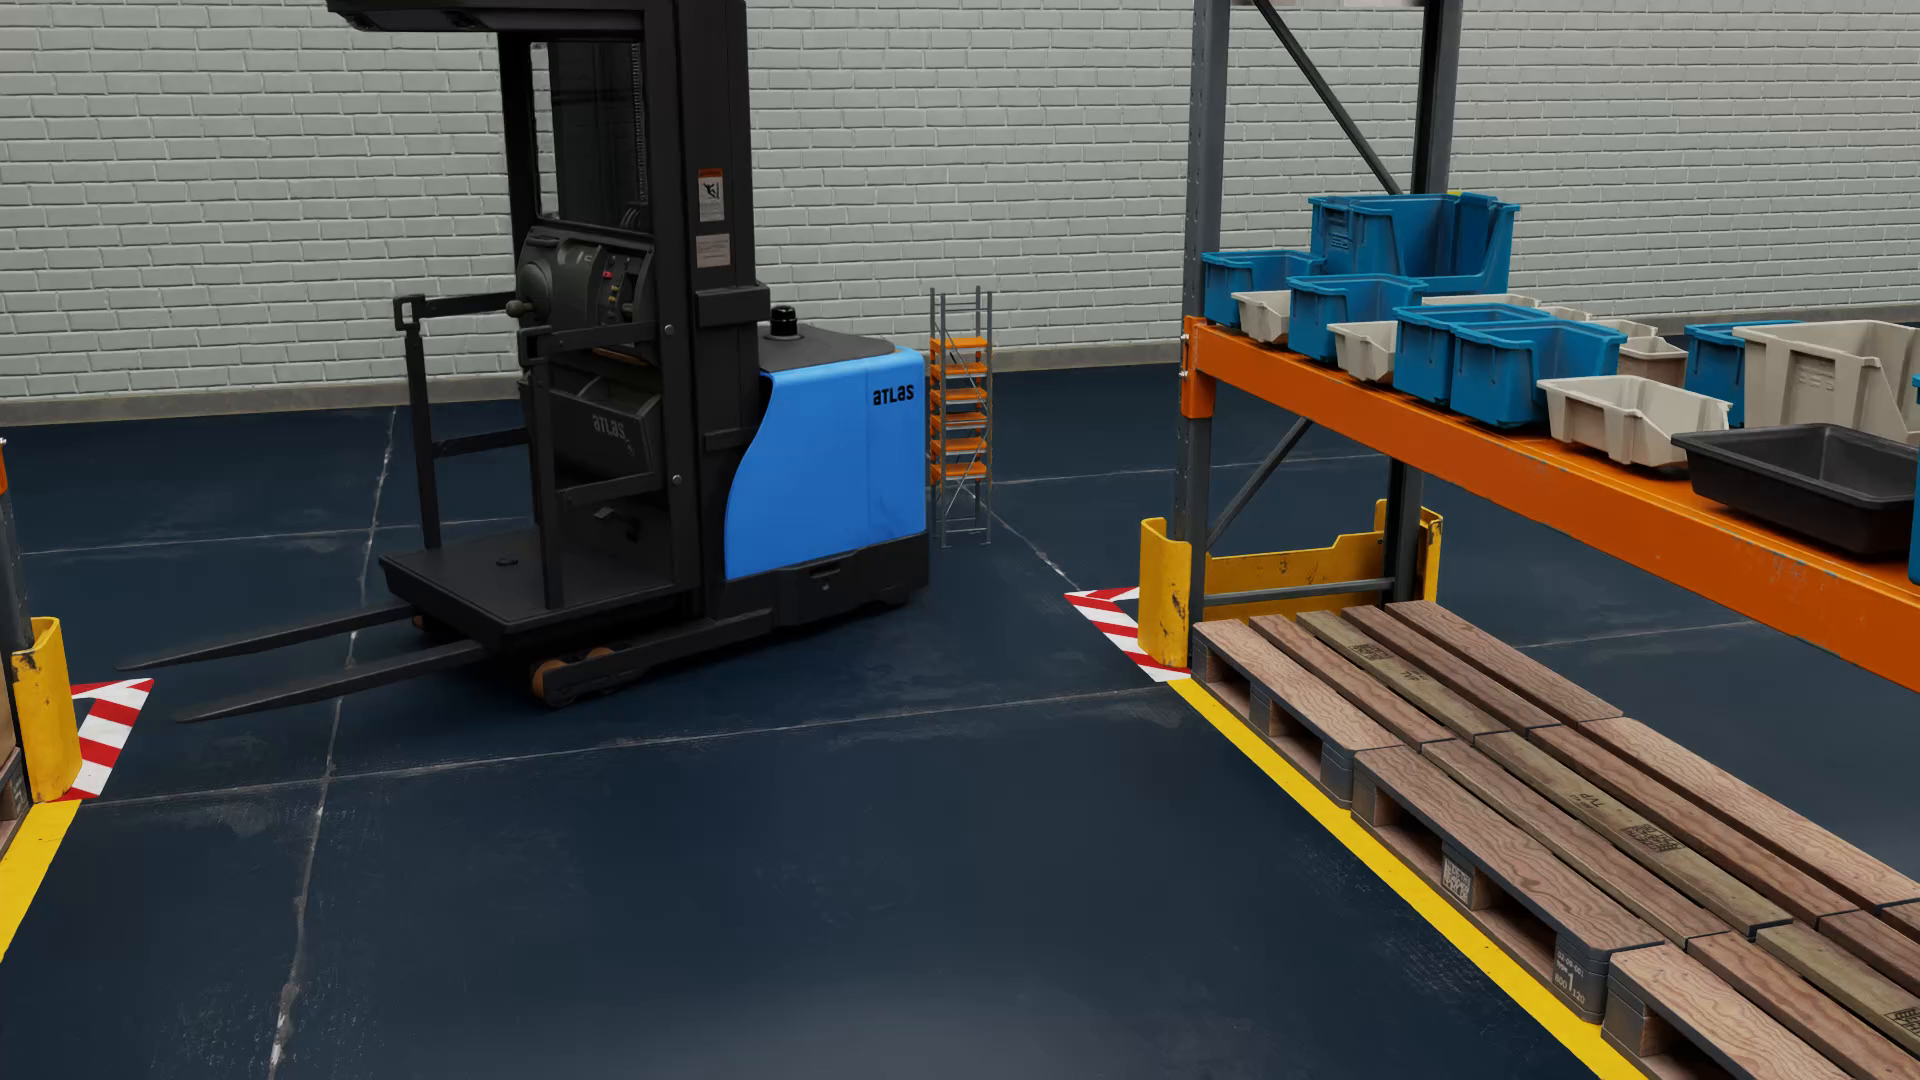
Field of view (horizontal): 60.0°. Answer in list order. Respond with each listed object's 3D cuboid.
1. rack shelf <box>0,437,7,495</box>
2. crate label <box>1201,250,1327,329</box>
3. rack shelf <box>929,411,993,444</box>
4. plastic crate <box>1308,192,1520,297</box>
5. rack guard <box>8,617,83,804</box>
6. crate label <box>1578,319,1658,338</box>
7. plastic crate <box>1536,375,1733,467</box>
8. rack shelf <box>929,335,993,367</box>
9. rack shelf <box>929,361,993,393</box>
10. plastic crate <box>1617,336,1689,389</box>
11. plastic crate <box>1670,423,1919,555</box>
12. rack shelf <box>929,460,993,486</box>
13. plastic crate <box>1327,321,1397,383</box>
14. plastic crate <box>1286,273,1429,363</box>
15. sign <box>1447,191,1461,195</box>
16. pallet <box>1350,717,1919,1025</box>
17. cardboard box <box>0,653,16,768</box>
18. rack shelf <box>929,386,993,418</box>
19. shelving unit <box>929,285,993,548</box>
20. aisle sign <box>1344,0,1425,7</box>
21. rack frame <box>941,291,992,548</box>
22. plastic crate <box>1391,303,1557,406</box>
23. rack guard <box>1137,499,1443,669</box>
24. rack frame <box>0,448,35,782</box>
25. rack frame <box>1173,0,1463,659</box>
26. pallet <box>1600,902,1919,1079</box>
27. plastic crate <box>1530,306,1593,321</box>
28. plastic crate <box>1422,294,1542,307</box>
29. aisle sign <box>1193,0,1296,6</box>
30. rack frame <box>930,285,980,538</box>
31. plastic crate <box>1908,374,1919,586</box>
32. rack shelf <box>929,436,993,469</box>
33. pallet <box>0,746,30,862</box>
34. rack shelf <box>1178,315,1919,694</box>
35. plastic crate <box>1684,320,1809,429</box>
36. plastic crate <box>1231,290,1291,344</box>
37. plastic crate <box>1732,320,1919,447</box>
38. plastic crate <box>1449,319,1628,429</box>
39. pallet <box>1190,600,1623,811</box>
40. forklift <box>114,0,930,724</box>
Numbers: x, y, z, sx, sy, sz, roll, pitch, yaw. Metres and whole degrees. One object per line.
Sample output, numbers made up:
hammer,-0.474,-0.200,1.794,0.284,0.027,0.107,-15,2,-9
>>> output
rack shelf,-2.899,0.257,3.132,1.077,0.370,4.000,-5,17,-15
crate label,1.067,-0.885,5.872,0.416,0.233,0.303,-5,17,-15
rack shelf,0.004,-0.528,7.779,0.258,0.103,0.180,-5,17,-15
plastic crate,1.587,-0.999,5.898,0.616,0.435,0.499,-5,17,-15
rack guard,-3.428,0.578,5.160,1.175,0.500,0.348,-5,17,-15
crate label,1.879,-0.566,4.976,0.396,0.136,0.243,-5,17,-15
plastic crate,1.647,-0.285,4.041,0.293,0.136,0.466,-5,17,-15
rack shelf,0.004,-0.873,7.675,0.258,0.103,0.180,-5,17,-15
rack shelf,0.004,-0.758,7.710,0.258,0.103,0.180,-5,17,-15
plastic crate,1.978,-0.486,4.708,0.298,0.136,0.250,-5,17,-15
plastic crate,1.849,-0.110,3.478,0.437,0.125,0.590,-5,17,-15
rack shelf,0.004,-0.298,7.848,0.258,0.103,0.180,-5,17,-15
plastic crate,1.262,-0.556,4.944,0.250,0.136,0.298,-5,17,-15
plastic crate,1.247,-0.703,5.266,0.416,0.233,0.300,-5,17,-15
sign,1.840,-1.157,6.307,0.100,0.325,0.005,-5,17,-15
pallet,1.836,0.872,4.681,1.003,0.211,1.213,-5,17,-15
cardboard box,-3.062,0.477,4.731,0.500,0.500,0.500,-5,17,-15
rack shelf,0.004,-0.643,7.744,0.258,0.103,0.180,-5,17,-15
shelving unit,0.004,-0.571,7.766,0.258,1.200,0.189,-5,17,-15
aisle sign,1.577,-2.319,5.940,0.394,0.787,0.004,-5,17,-15
rack frame,0.029,-0.545,7.682,0.240,1.200,0.006,-5,17,-15
plastic crate,1.428,-0.521,4.660,0.416,0.233,0.300,-5,17,-15
rack guard,1.296,0.160,6.549,1.175,0.500,0.348,-5,17,-15
rack frame,-3.448,-0.641,4.871,1.000,3.000,0.127,-5,17,-15
rack frame,1.315,-1.031,6.171,1.000,3.000,0.127,-5,17,-15
pallet,2.175,1.210,3.555,1.003,0.211,1.213,-5,17,-15
plastic crate,1.779,-0.641,5.226,0.396,0.136,0.243,-5,17,-15
plastic crate,1.713,-0.722,5.497,0.396,0.136,0.243,-5,17,-15
aisle sign,1.010,-2.273,5.785,0.394,0.787,0.004,-5,17,-15
rack frame,-0.021,-0.596,7.850,0.240,1.200,0.006,-5,17,-15
plastic crate,1.958,-0.048,2.821,0.392,0.384,0.575,-5,17,-15
rack shelf,0.004,-0.413,7.813,0.258,0.103,0.180,-5,17,-15
pallet,-3.208,0.937,4.468,1.003,0.211,1.213,-5,17,-15
rack shelf,1.865,-0.133,4.433,1.077,0.370,4.000,-5,17,-15
plastic crate,2.126,-0.432,4.363,0.416,0.233,0.300,-5,17,-15
plastic crate,1.075,-0.744,5.569,0.250,0.136,0.298,-5,17,-15
plastic crate,2.172,-0.334,3.950,0.437,0.282,0.530,-5,17,-15
plastic crate,1.511,-0.438,4.383,0.416,0.233,0.300,-5,17,-15
pallet,1.505,0.536,5.802,1.003,0.211,1.213,-5,17,-15
forklift,-1.567,-0.974,6.100,3.031,2.935,1.130,-14,22,-40
